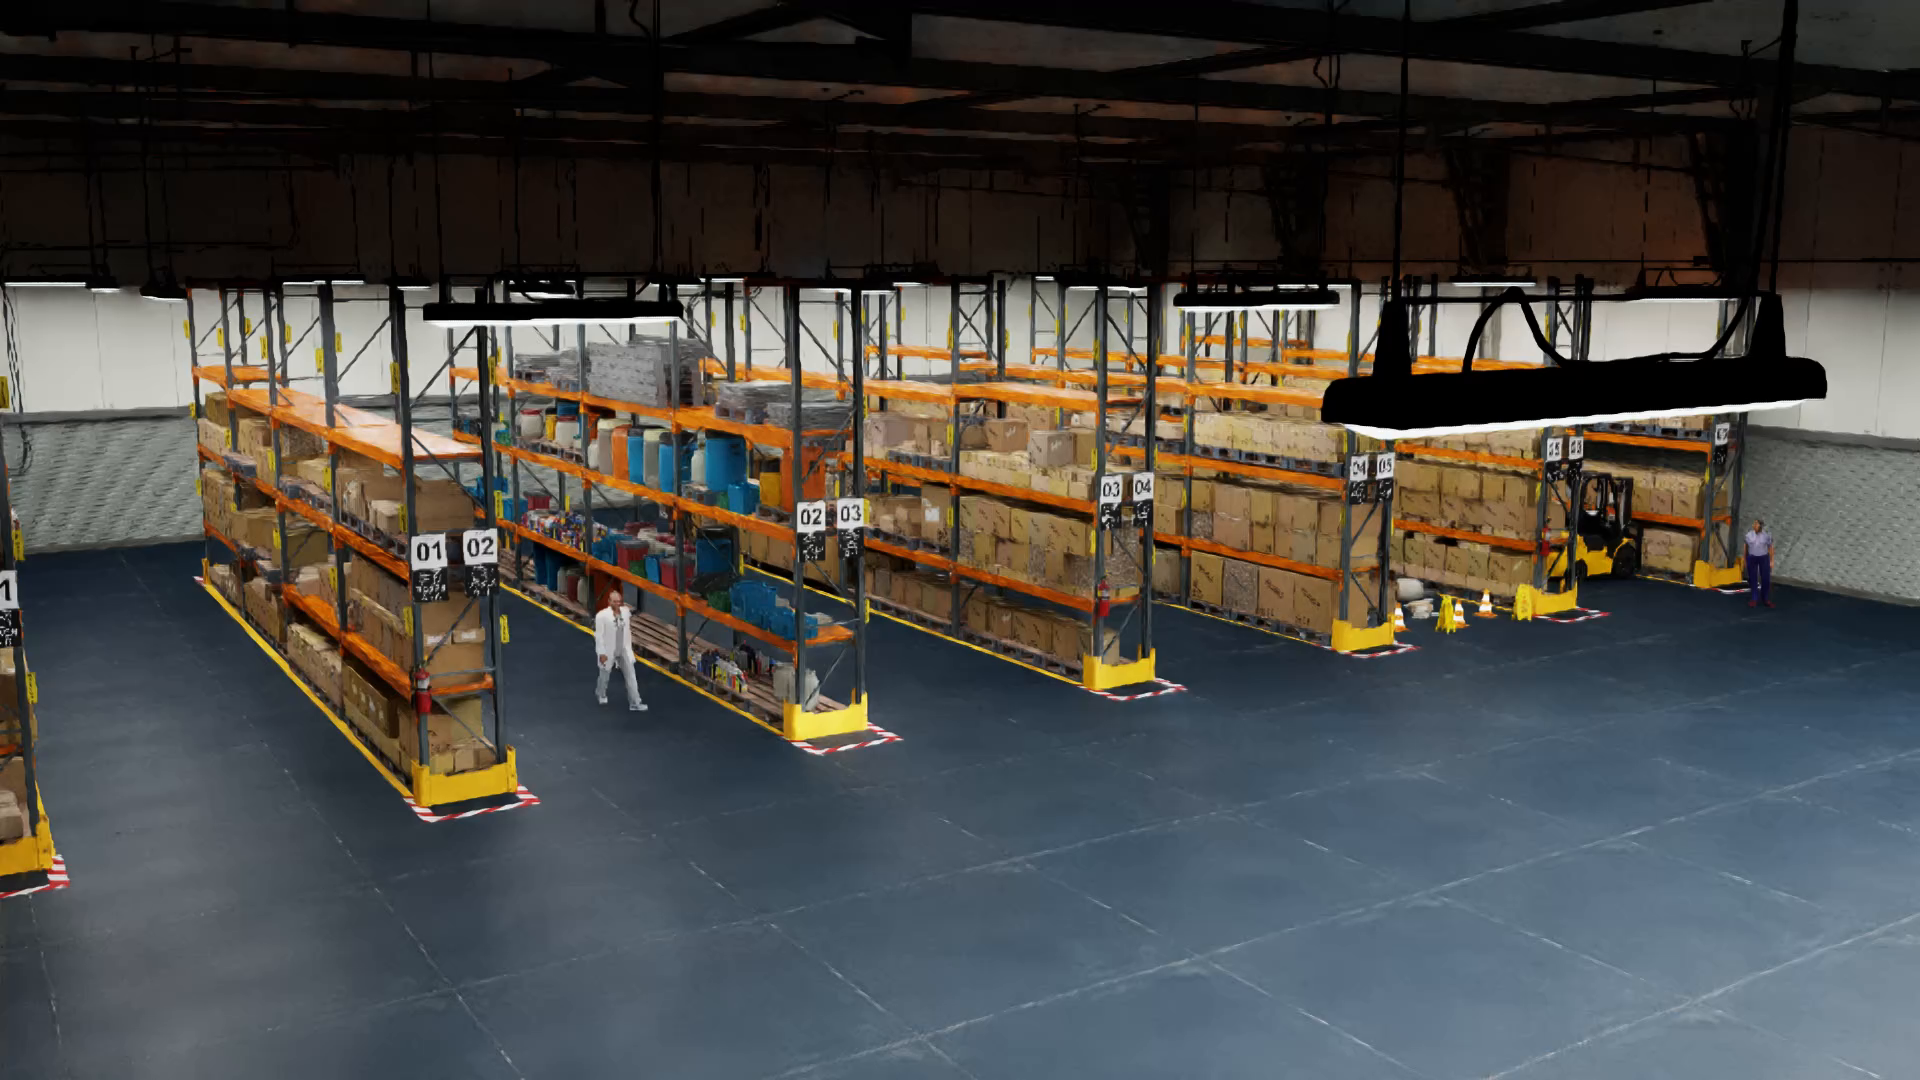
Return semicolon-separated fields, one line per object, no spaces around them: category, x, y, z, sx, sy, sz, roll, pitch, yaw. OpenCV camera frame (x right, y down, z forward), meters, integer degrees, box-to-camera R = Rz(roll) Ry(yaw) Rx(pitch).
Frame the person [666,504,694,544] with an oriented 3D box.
person;-5.964;-0.449;35.462;0.598;1.698;1.193;-5;11;-29

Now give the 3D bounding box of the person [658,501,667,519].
person;-7.469;-1.446;41.299;0.637;1.783;0.497;4;10;22

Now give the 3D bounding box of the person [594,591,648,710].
person;-4.873;1.548;23.556;0.601;1.696;1.185;-6;11;-33

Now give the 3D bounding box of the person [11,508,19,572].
person;-19.475;-0.109;33.846;0.592;1.618;0.526;-7;12;-34

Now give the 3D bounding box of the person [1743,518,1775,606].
person;14.715;0.399;30.660;0.532;1.641;0.376;5;11;28
